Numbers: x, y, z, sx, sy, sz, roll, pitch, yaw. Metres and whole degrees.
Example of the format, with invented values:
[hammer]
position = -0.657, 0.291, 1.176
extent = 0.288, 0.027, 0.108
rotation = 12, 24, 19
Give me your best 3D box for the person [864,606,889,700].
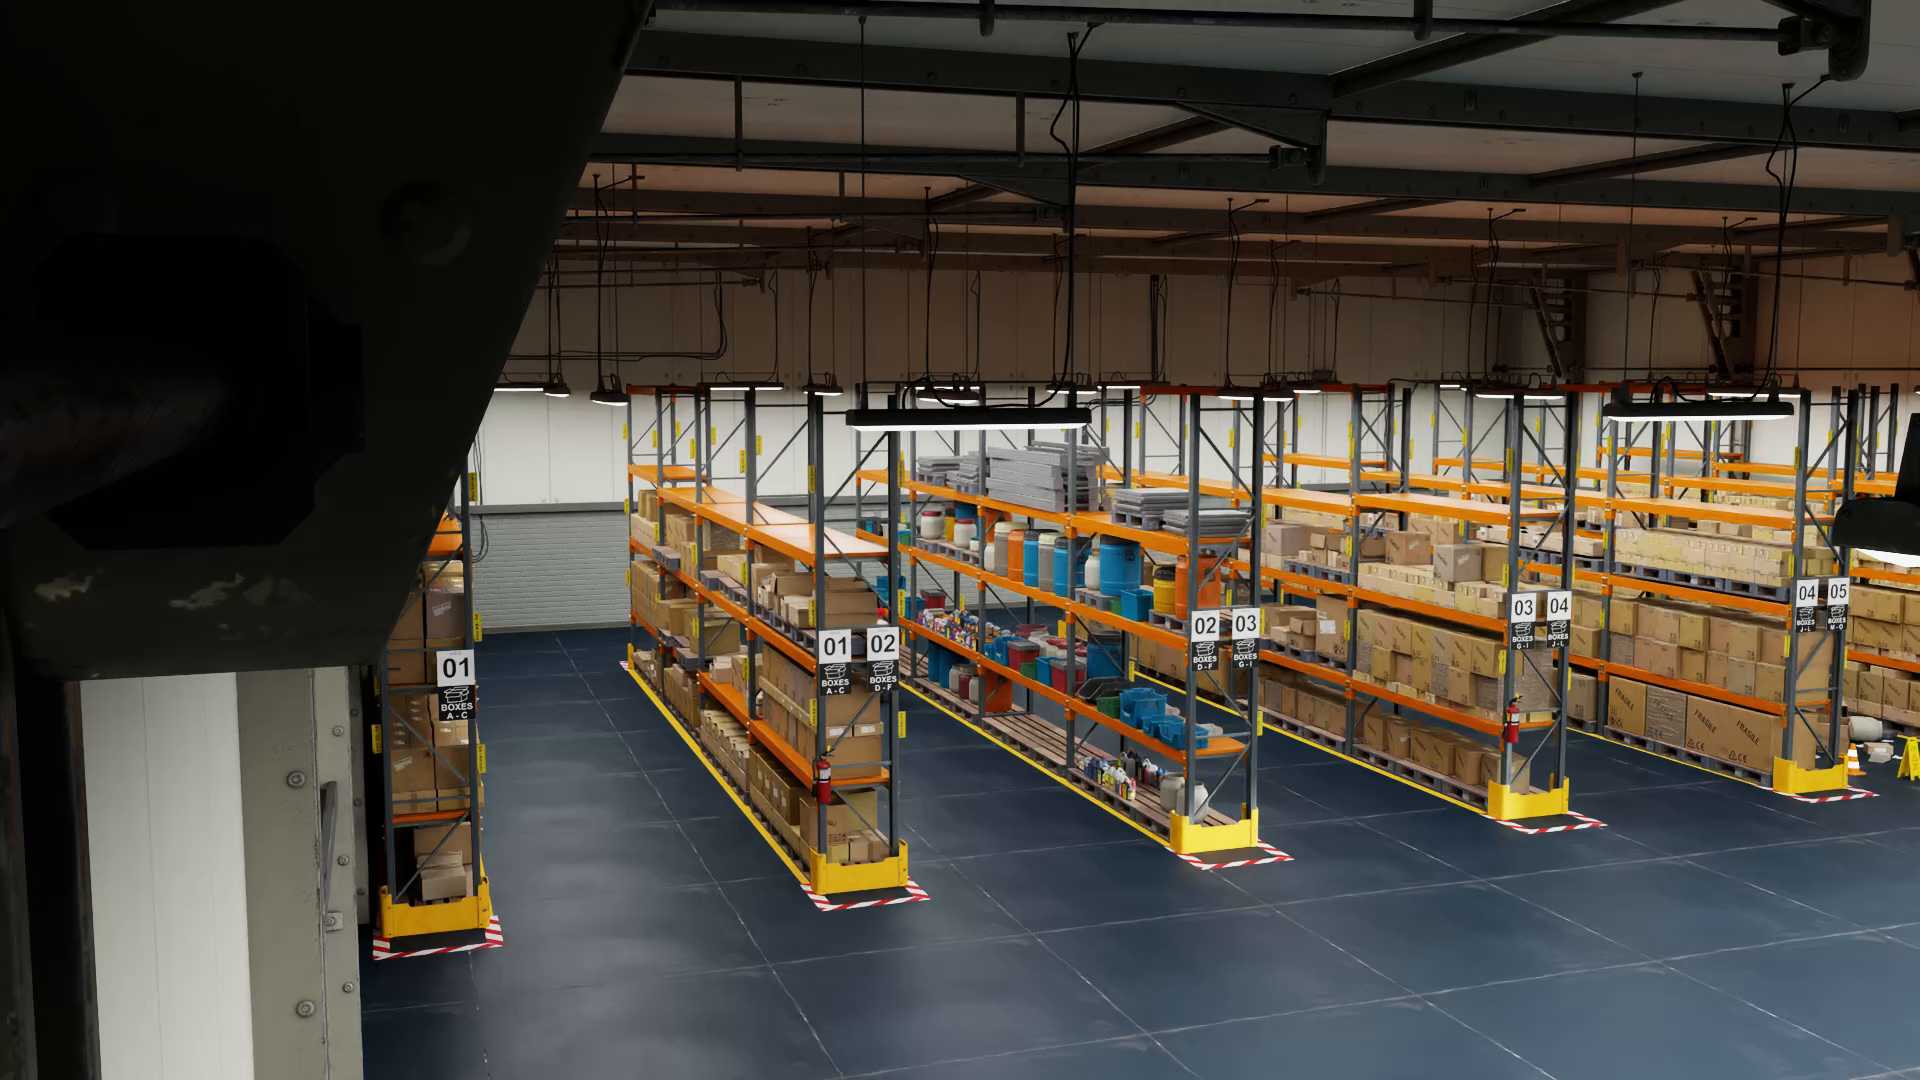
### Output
[person]
position = -1.534, 2.164, 31.695
extent = 0.593, 1.783, 0.479
rotation = -4, 7, -34
